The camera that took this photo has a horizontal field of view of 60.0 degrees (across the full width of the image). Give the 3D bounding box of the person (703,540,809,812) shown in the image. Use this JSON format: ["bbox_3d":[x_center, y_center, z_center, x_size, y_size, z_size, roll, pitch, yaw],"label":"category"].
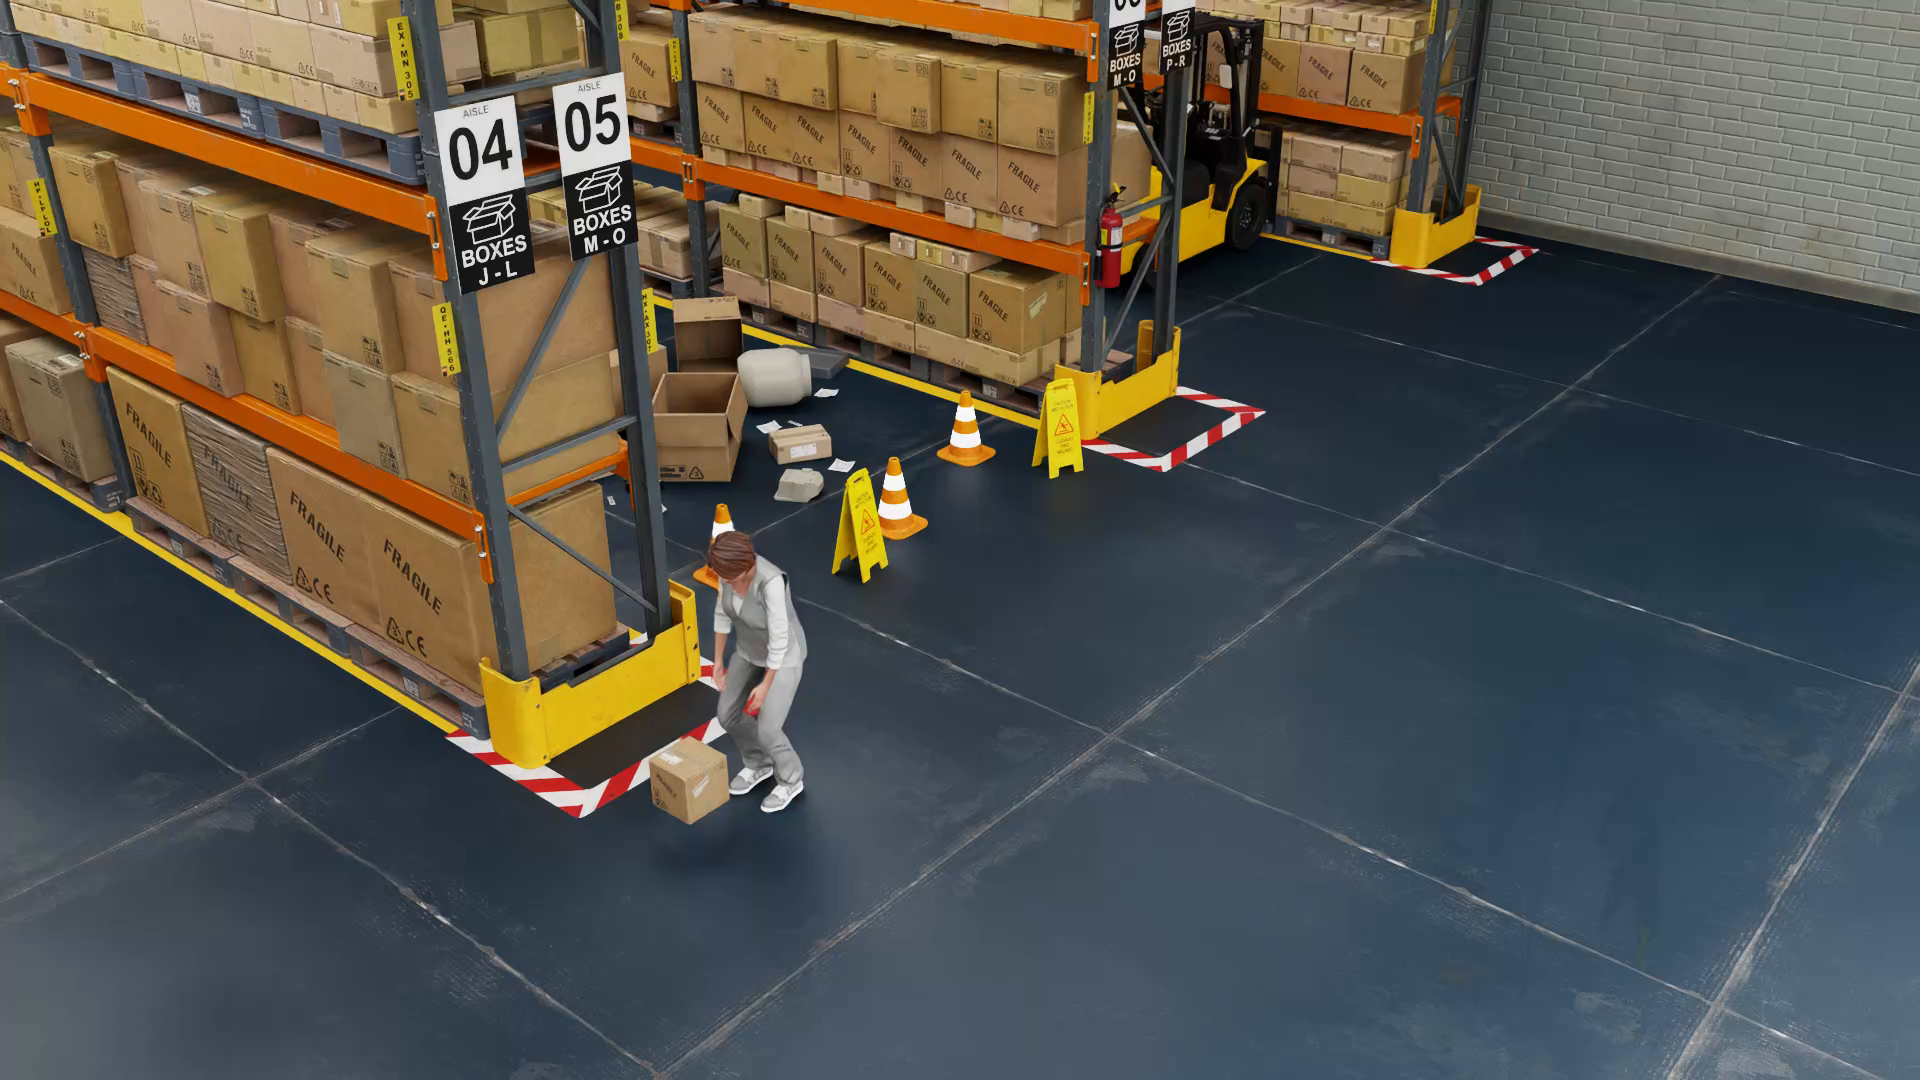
[{"bbox_3d":[-0.924,0.598,7.669,0.454,1.444,0.540,22,35,35],"label":"person"}]
